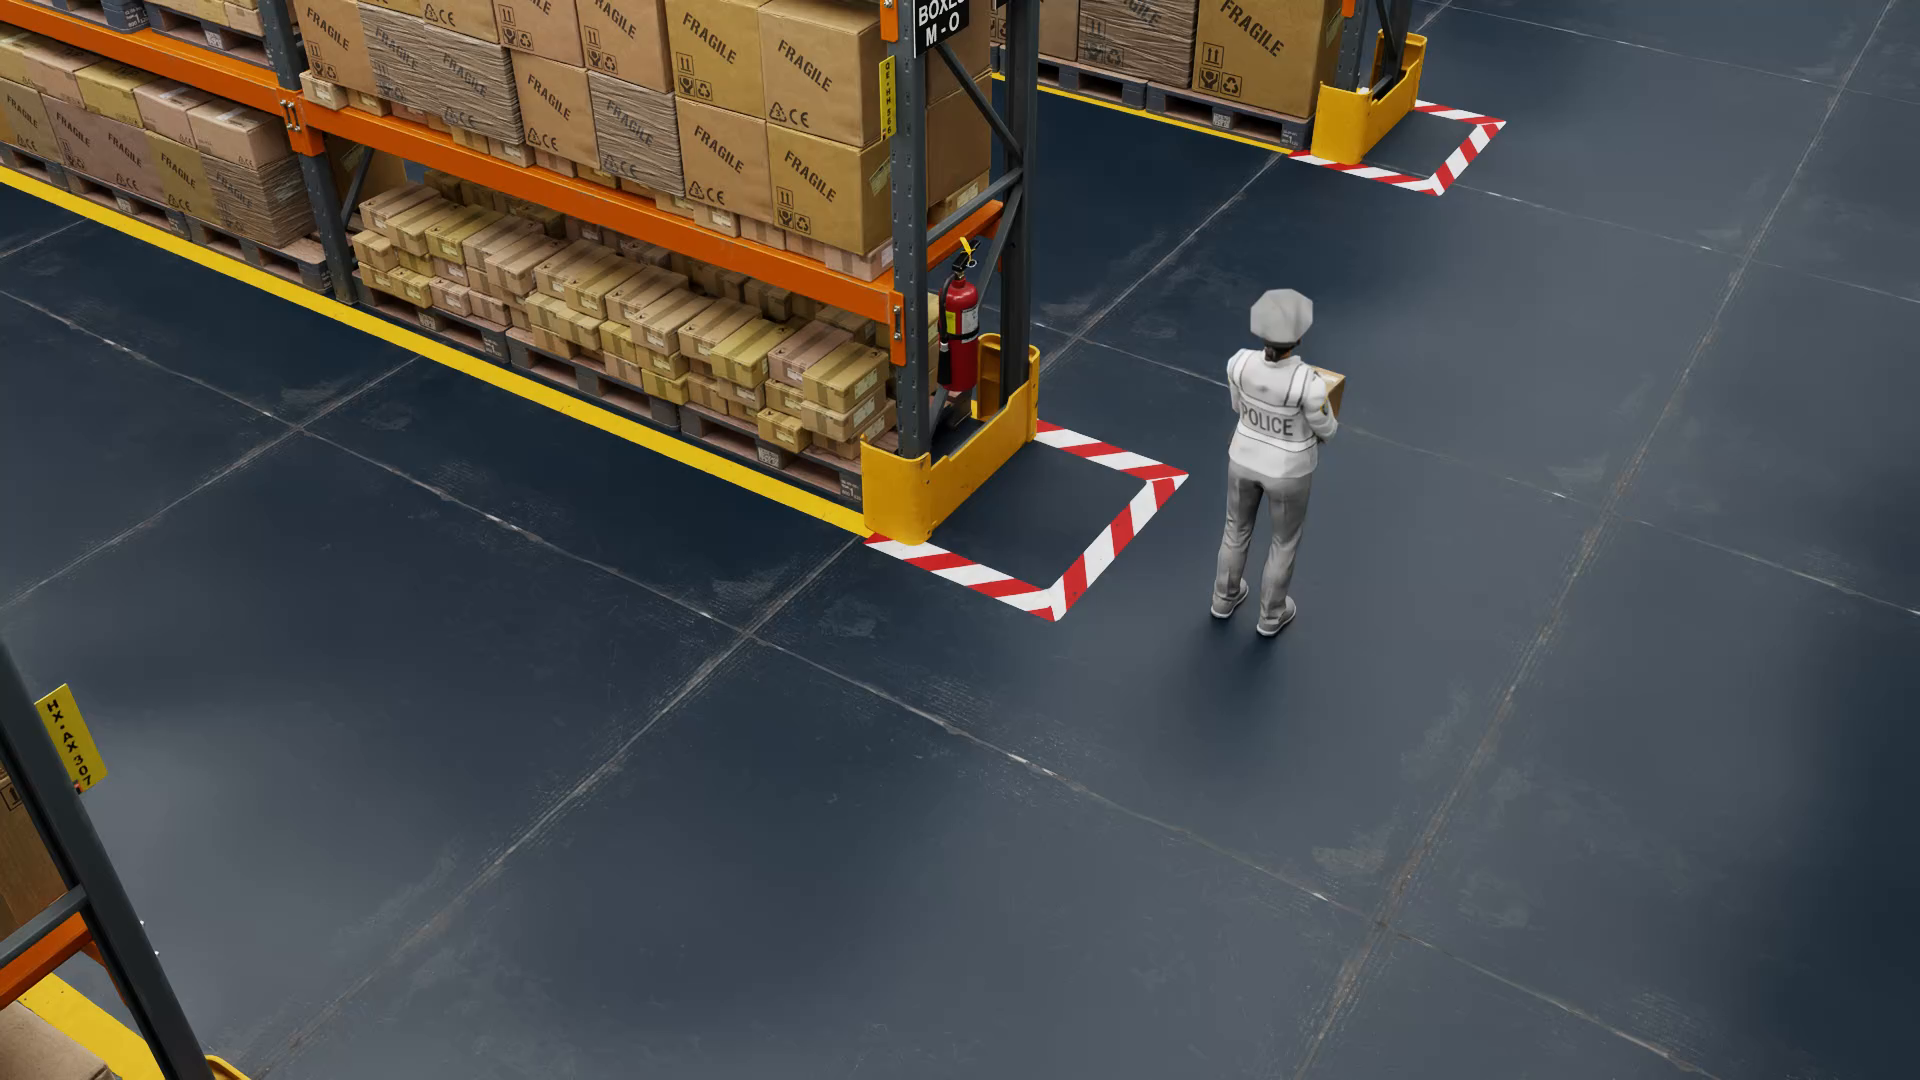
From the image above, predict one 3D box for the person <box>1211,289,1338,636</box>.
[{"bbox_3d":[1.360,-0.352,7.102,0.459,1.686,0.549,23,44,26],"label":"person"}]
